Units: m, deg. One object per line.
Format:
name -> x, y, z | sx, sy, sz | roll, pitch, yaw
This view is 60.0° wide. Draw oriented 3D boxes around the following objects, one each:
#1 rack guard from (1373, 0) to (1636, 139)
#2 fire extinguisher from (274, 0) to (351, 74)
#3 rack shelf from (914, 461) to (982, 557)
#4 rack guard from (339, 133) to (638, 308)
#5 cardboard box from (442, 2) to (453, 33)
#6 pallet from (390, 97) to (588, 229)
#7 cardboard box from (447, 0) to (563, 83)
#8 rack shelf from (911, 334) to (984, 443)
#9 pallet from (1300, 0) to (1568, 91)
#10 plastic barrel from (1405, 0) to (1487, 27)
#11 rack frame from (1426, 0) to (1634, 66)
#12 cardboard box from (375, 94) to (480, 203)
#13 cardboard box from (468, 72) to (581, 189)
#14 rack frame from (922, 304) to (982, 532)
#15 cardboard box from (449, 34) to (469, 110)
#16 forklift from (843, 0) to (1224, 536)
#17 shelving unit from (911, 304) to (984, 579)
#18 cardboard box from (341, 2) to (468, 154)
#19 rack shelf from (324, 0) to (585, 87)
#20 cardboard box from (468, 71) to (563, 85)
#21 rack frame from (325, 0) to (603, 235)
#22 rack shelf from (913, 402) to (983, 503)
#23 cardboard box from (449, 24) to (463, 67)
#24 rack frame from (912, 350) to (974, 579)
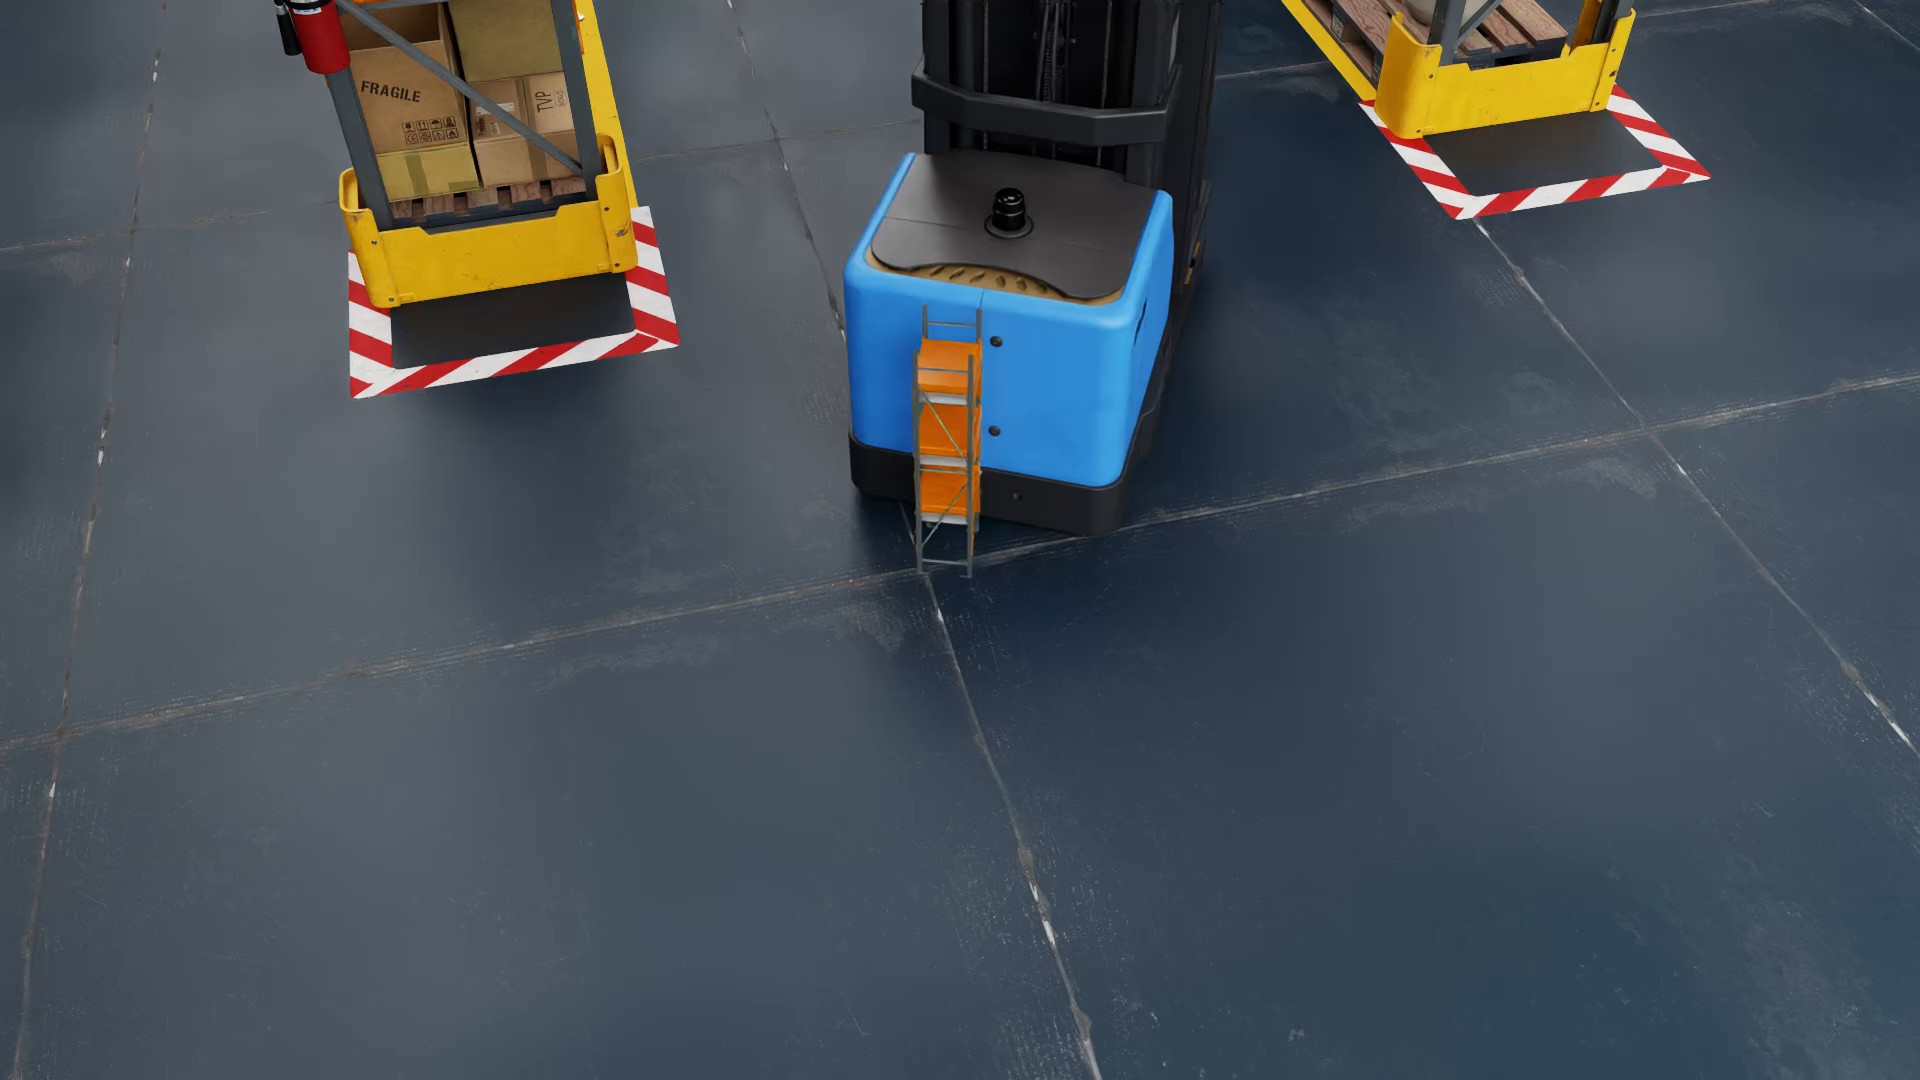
rack guard -> 2.678, -2.362, 8.215 | 1.175, 0.500, 0.348 | -11, 47, -10
fire extinguisher -> -2.466, -2.097, 6.259 | 0.296, 0.674, 0.183 | -11, 47, -10
rack shelf -> -0.041, -0.121, 6.037 | 0.215, 0.259, 0.240 | 5, 46, 5
rack guard -> -2.041, -1.399, 7.271 | 1.175, 0.500, 0.348 | -11, 47, -10
cardboard box -> -2.742, -2.741, 7.942 | 0.500, 0.500, 0.500 | -11, 47, -10
pallet -> -2.283, -1.835, 7.900 | 1.003, 0.211, 1.213 | -11, 47, -10
cardboard box -> -2.099, -2.493, 7.699 | 0.500, 0.500, 0.500 | -11, 47, -10
rack shelf -> -0.041, -0.514, 5.636 | 0.215, 0.259, 0.240 | 5, 46, 5
pallet -> 2.475, -2.823, 8.869 | 1.003, 0.211, 1.213 | -11, 47, -10
plastic barrel -> 2.500, -2.910, 8.450 | 0.421, 0.512, 0.421 | 0, 46, 0
rack frame -> 2.742, -3.193, 7.279 | 1.000, 3.000, 0.127 | -11, 47, -10
cardboard box -> -2.470, -1.791, 7.536 | 0.500, 0.250, 0.500 | -11, 47, -10
cardboard box -> -1.969, -1.886, 7.629 | 0.500, 0.250, 0.500 | -11, 47, -10
rack frame -> -0.027, -0.409, 5.916 | 0.200, 1.050, 0.008 | 5, 46, 5
cardboard box -> -2.609, -2.134, 7.872 | 0.500, 0.250, 0.500 | -11, 47, -10
forklift -> 0.461, -2.114, 6.270 | 1.130, 2.935, 3.031 | 11, 47, 11
shelving unit -> -0.041, -0.323, 5.831 | 0.215, 1.050, 0.252 | 5, 46, 5
cardboard box -> -2.472, -2.053, 7.268 | 0.500, 0.500, 0.500 | -11, 47, -10
rack shelf -> -2.559, -3.419, 8.004 | 1.077, 0.370, 4.000 | -11, 47, -10
cardboard box -> -2.101, -2.230, 7.967 | 0.500, 0.250, 0.500 | -11, 47, -10
rack frame -> -2.047, -2.290, 6.394 | 1.000, 3.000, 0.127 | -11, 47, -10
rack shelf -> -0.041, -0.315, 5.839 | 0.215, 0.259, 0.240 | 5, 46, 5
cardboard box -> -2.739, -2.479, 8.210 | 0.500, 0.250, 0.500 | -11, 47, -10
rack frame -> -0.056, -0.236, 5.746 | 0.200, 1.050, 0.008 | 5, 46, 5
